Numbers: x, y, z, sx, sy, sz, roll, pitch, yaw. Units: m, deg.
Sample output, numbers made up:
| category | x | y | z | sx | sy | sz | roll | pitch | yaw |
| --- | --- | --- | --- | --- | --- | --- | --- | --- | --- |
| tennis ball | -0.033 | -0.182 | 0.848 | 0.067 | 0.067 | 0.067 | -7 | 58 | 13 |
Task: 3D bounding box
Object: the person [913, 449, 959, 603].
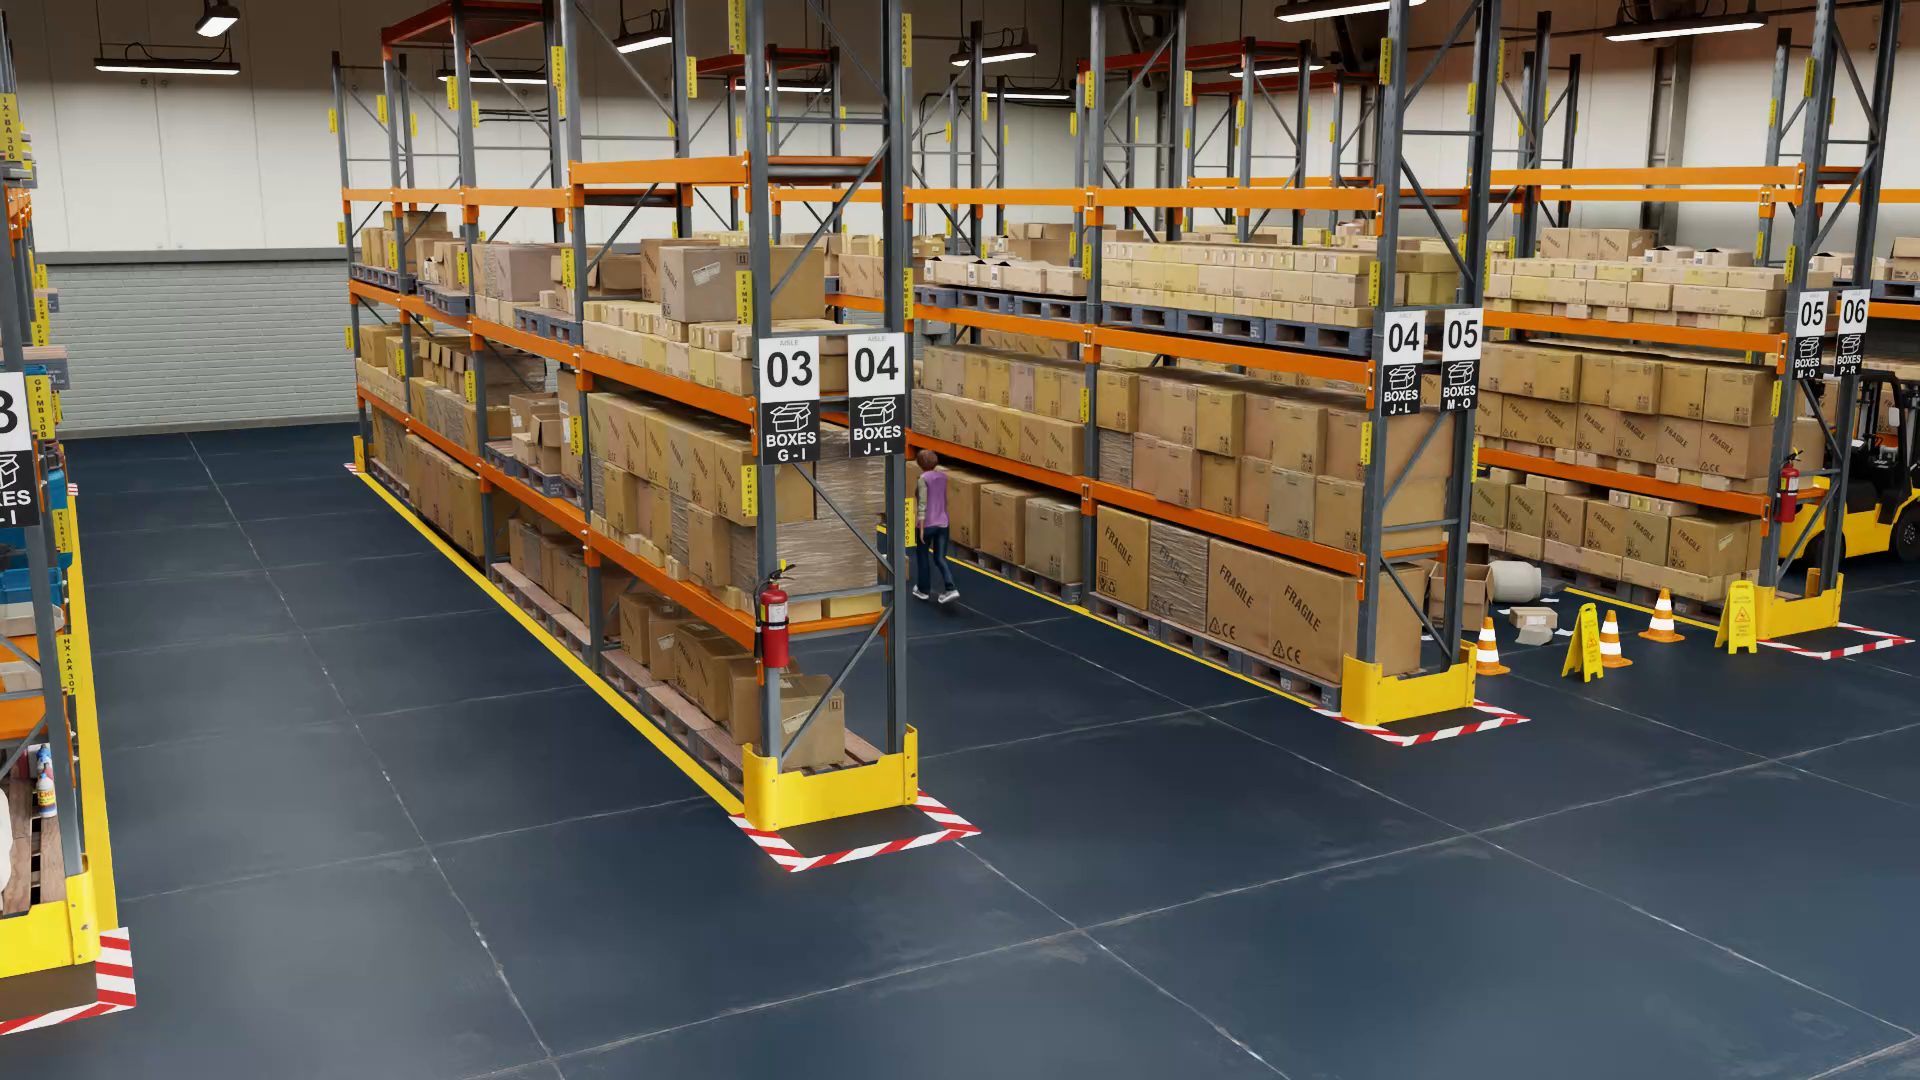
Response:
| category | x | y | z | sx | sy | sz | roll | pitch | yaw |
| --- | --- | --- | --- | --- | --- | --- | --- | --- | --- |
| person | -0.248 | -0.131 | 16.624 | 0.436 | 1.550 | 0.866 | -7 | 14 | -31 |
